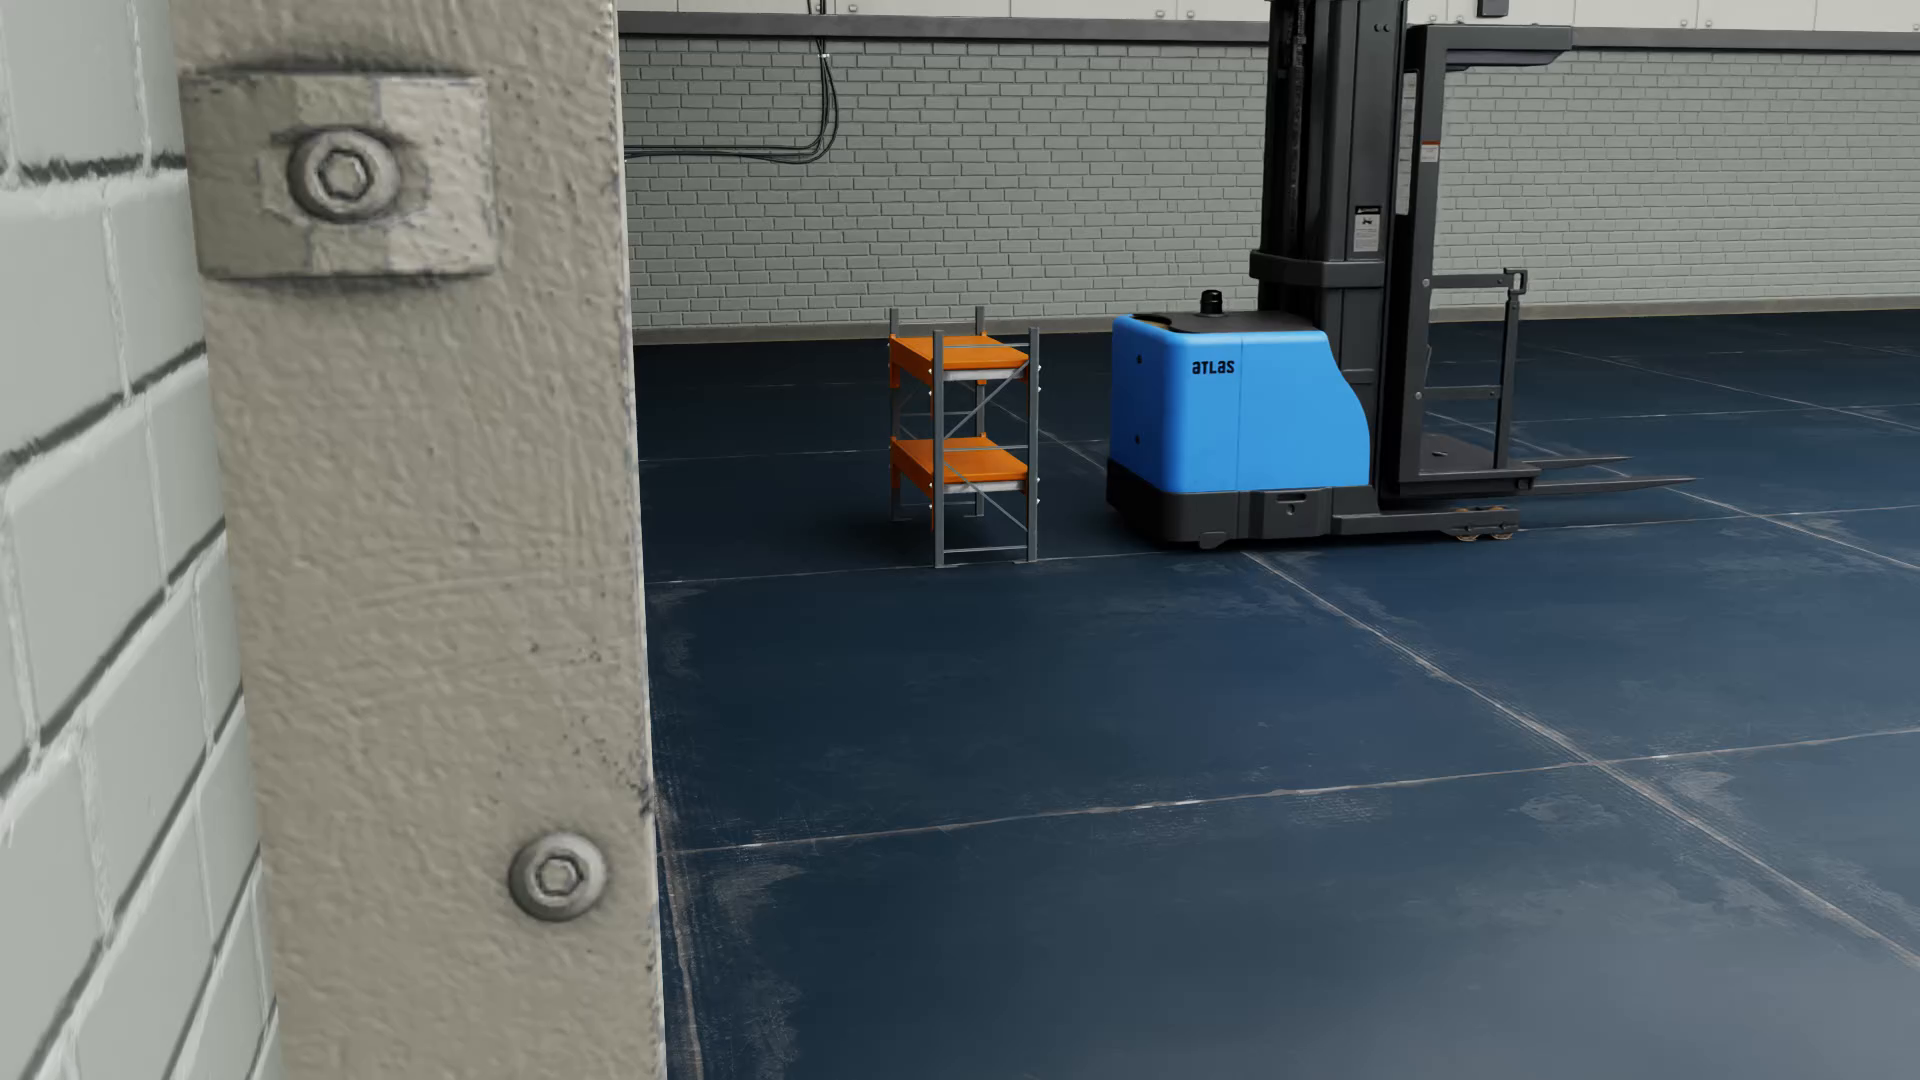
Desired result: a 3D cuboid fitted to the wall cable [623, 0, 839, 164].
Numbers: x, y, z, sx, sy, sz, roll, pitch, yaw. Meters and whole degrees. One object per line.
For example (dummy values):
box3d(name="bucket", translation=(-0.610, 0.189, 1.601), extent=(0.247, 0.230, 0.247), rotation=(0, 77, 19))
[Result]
box3d(name="wall cable", translation=(-2.670, -4.778, 15.565), extent=(3.097, 2.526, 0.112), rotation=(-3, 14, -13))

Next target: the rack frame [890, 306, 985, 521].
box3d(name="rack frame", translation=(-0.118, -0.662, 8.767), extent=(0.500, 1.125, 0.032), rotation=(-3, 14, -13))

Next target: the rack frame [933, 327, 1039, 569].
box3d(name="rack frame", translation=(0.121, -0.428, 7.807), extent=(0.500, 1.125, 0.032), rotation=(-3, 14, -13))

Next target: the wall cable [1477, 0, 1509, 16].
box3d(name="wall cable", translation=(6.562, -8.464, 16.944), extent=(2.305, 6.003, 0.169), rotation=(-3, 14, -13))

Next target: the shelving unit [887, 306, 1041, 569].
box3d(name="shelving unit", translation=(0.002, -0.545, 8.287), extent=(0.538, 1.125, 1.048), rotation=(-3, 14, -13))

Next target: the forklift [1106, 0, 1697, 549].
box3d(name="forklift", translation=(2.360, -1.534, 8.532), extent=(3.031, 2.935, 1.130), rotation=(-3, 14, -12))

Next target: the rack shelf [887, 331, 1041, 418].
box3d(name="rack shelf", translation=(0.002, -0.829, 8.218), extent=(0.538, 0.278, 1.000), rotation=(-3, 14, -13))

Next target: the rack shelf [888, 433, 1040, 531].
box3d(name="rack shelf", translation=(0.002, -0.307, 8.345), extent=(0.538, 0.278, 1.000), rotation=(-3, 14, -13))
